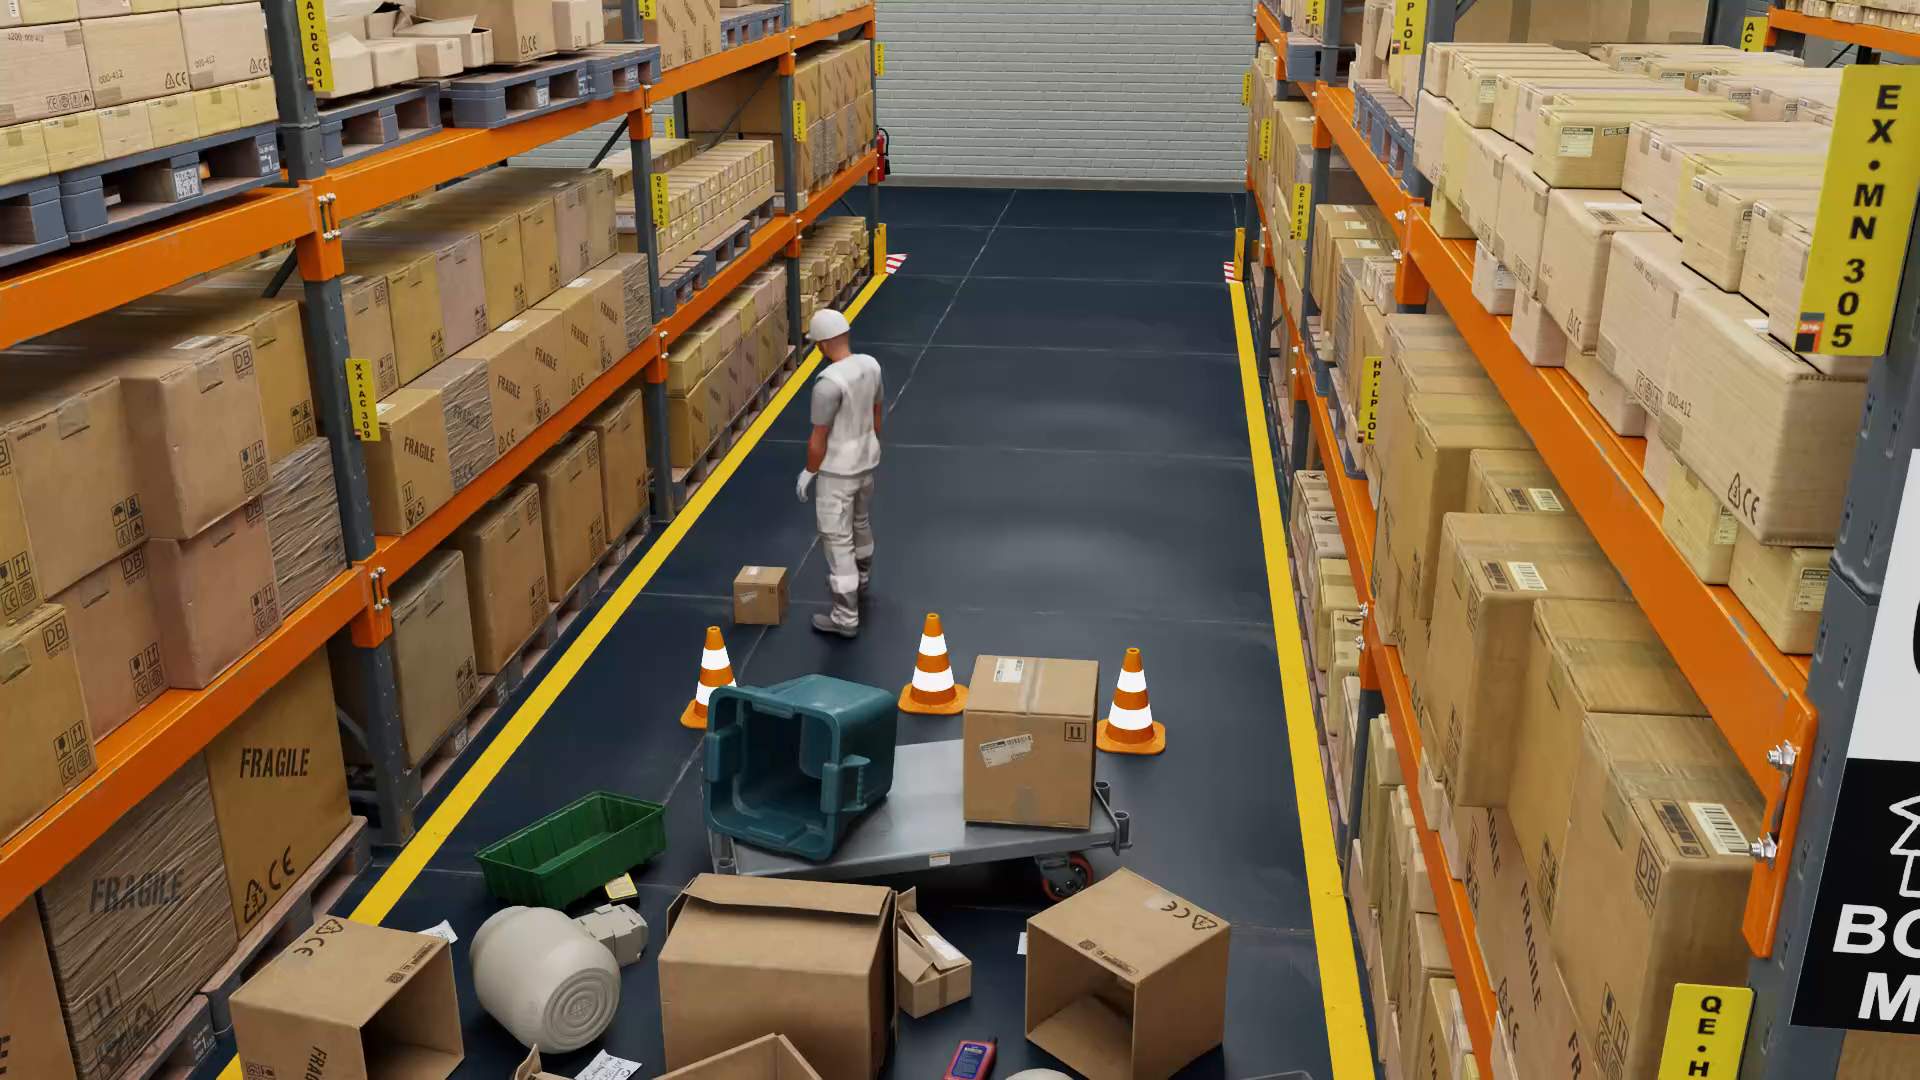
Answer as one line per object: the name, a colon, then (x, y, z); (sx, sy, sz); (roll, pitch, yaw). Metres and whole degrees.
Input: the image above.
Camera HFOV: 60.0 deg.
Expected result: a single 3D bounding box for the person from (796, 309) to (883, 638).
person: (-0.687, -0.424, 9.127); (0.568, 1.776, 0.690); (12, 24, 28)
